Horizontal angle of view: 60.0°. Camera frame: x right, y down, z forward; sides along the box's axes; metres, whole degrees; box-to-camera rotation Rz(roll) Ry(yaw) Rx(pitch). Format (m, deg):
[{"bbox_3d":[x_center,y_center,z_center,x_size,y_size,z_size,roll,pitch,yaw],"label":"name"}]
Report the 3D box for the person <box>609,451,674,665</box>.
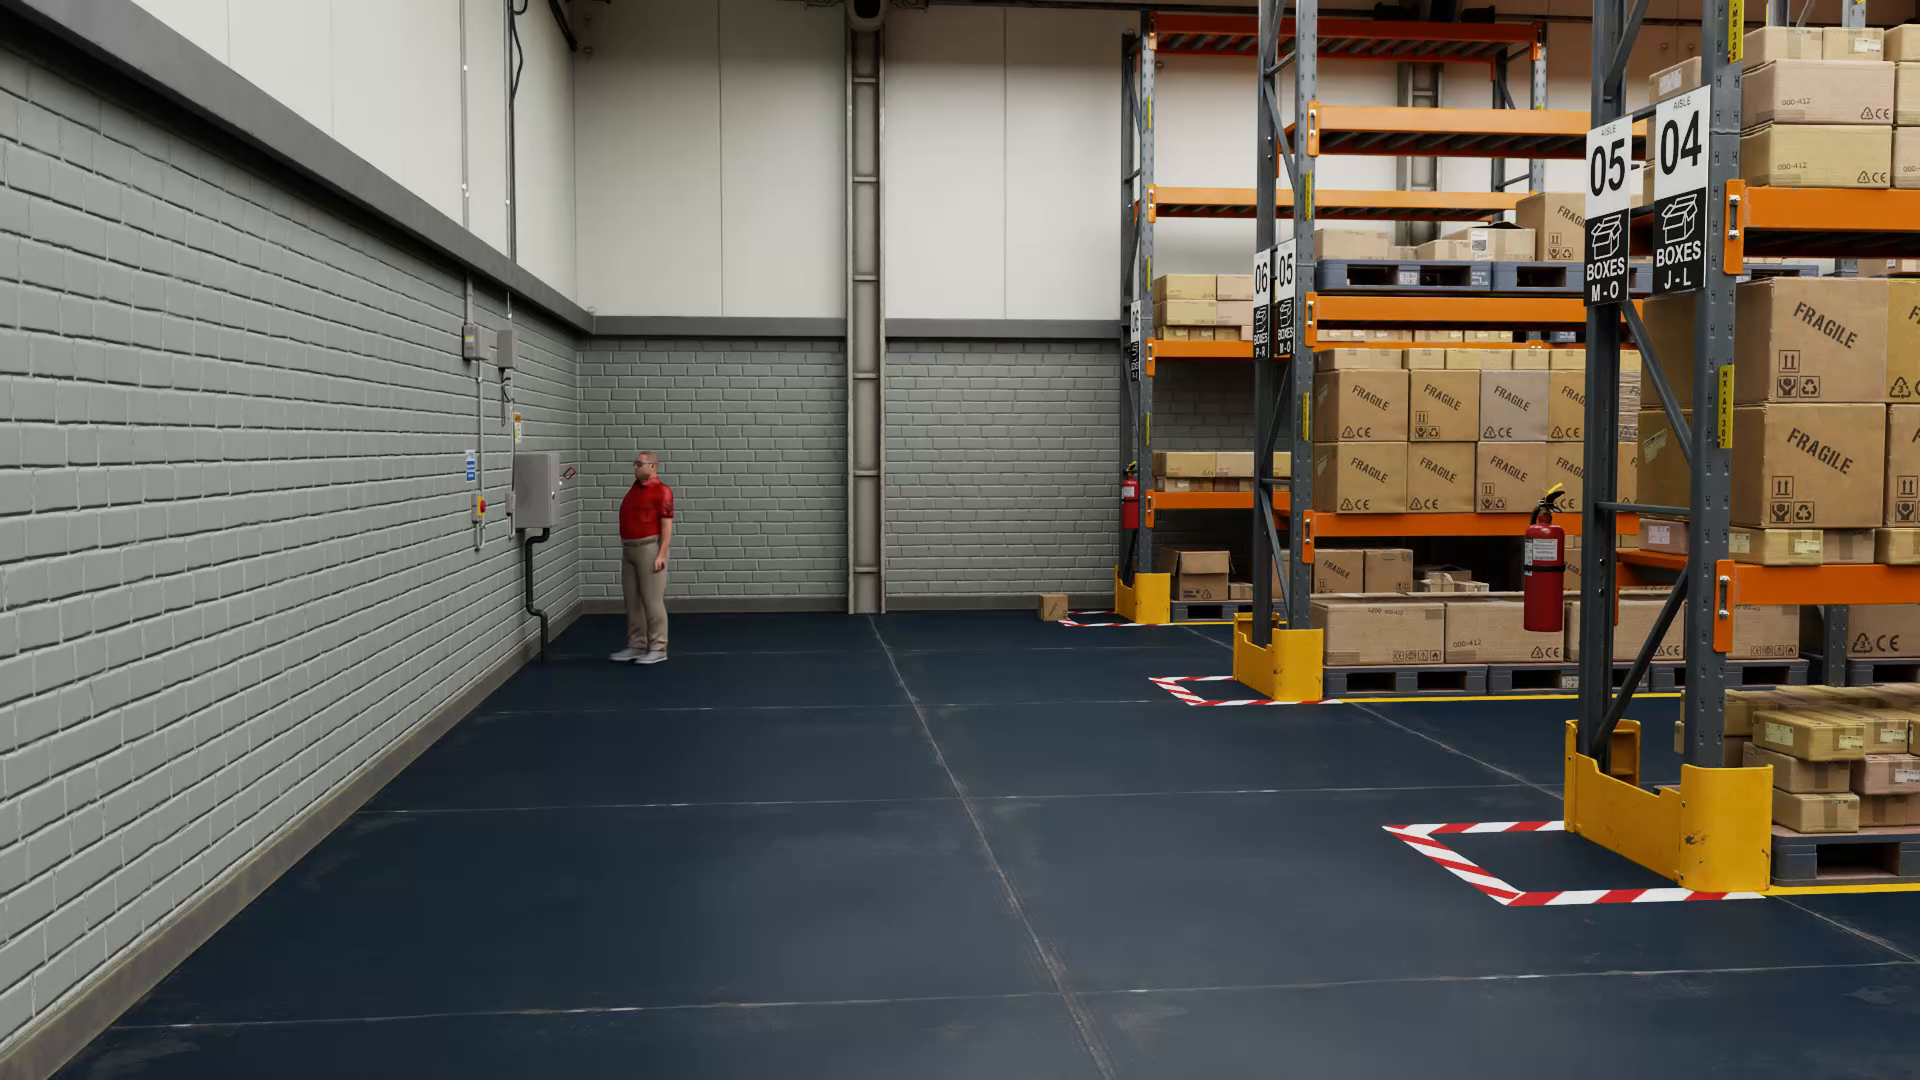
[{"bbox_3d":[-2.598,0.137,13.591,0.520,1.727,0.386,3,4,42],"label":"person"}]
